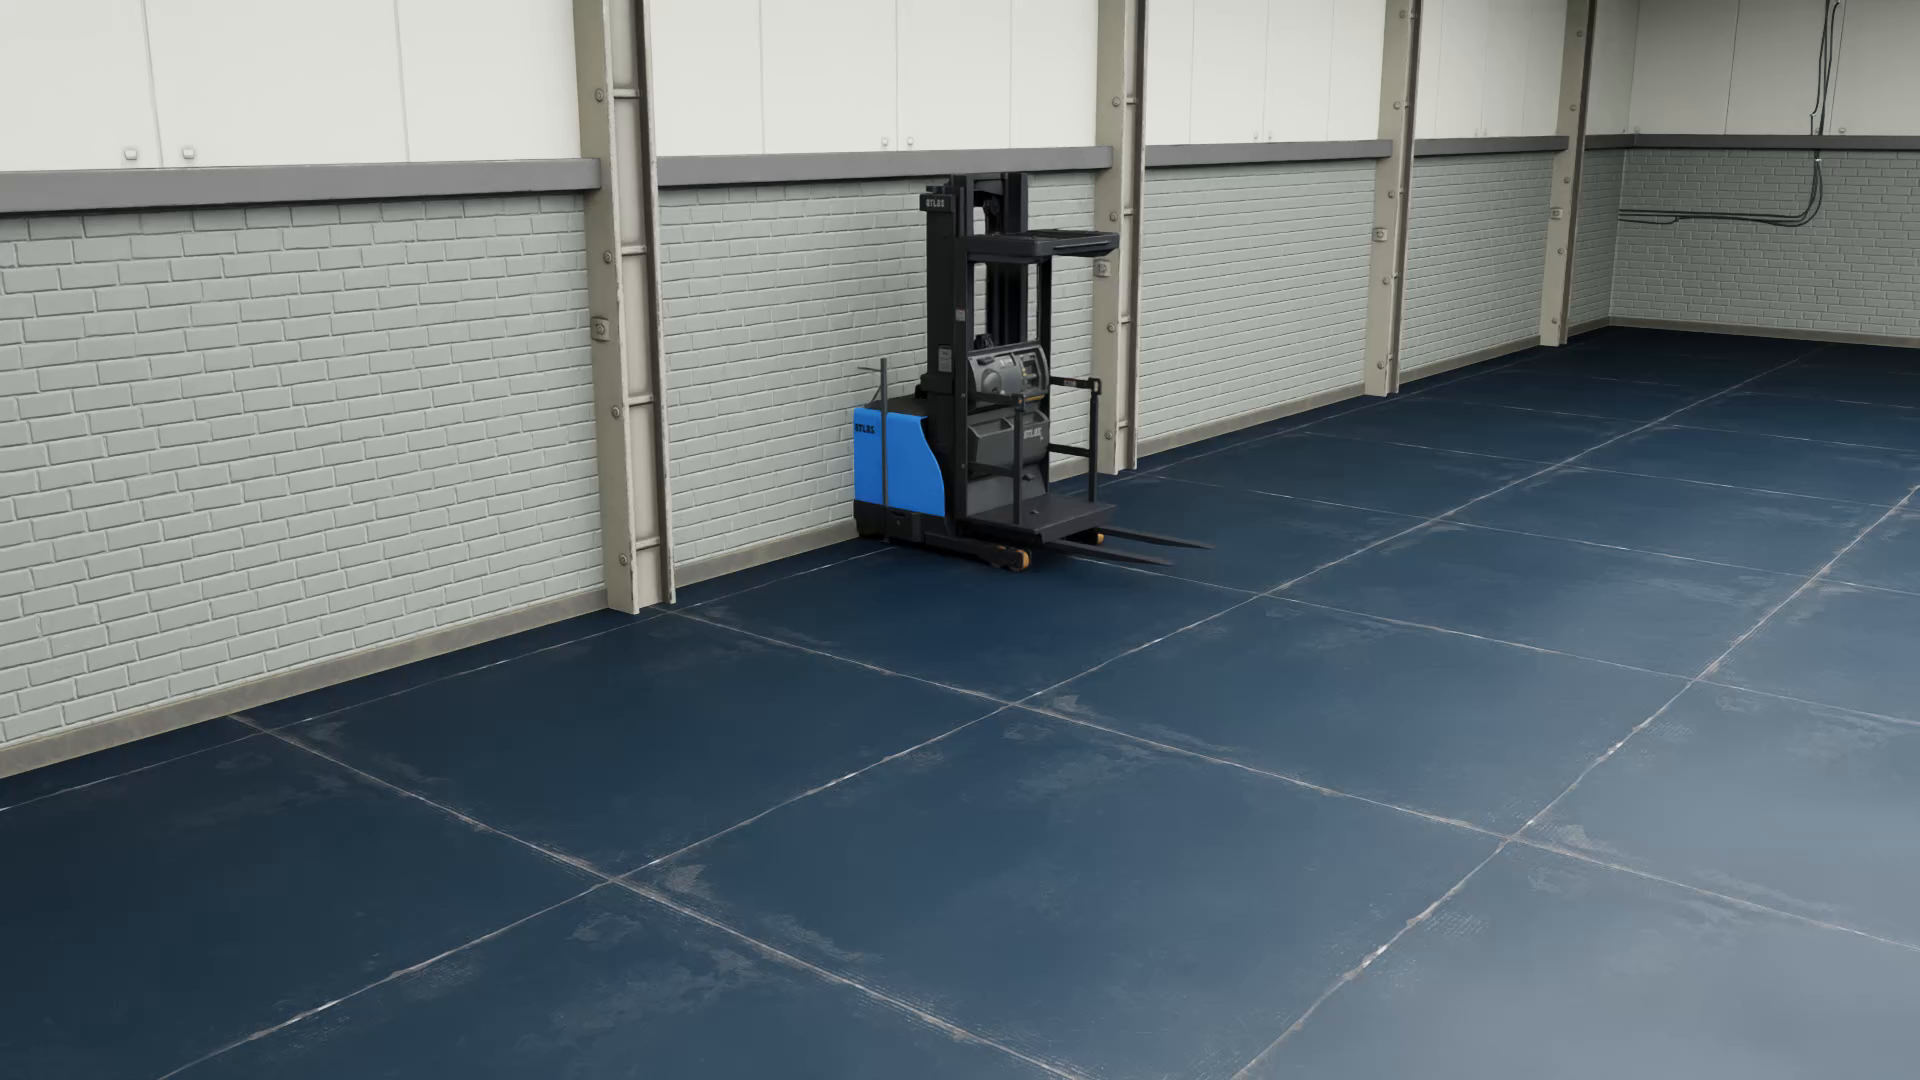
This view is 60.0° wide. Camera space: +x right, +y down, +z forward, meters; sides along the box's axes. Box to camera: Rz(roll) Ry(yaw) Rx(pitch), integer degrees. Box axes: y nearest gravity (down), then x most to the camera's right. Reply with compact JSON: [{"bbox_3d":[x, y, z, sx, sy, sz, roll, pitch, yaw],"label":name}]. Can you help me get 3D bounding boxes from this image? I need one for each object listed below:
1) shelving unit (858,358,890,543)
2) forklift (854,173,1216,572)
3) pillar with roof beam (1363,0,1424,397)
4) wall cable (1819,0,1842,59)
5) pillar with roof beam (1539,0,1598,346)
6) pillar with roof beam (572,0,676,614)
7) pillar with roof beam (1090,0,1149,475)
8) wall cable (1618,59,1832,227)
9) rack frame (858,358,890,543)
[{"bbox_3d":[-0.370,-0.820,13.831,1.048,1.500,0.538,-11,16,-40],"label":"shelving unit"},{"bbox_3d":[0.546,-1.326,12.892,3.031,2.935,1.130,11,18,38],"label":"forklift"},{"bbox_3d":[8.622,-5.536,17.139,9.100,9.000,0.400,11,18,38],"label":"pillar with roof beam"},{"bbox_3d":[14.029,-8.235,23.813,3.097,2.526,0.112,11,18,38],"label":"wall cable"},{"bbox_3d":[12.393,-6.685,21.662,9.100,9.000,0.400,11,18,38],"label":"pillar with roof beam"},{"bbox_3d":[1.080,-3.238,8.093,9.100,9.000,0.400,11,18,38],"label":"pillar with roof beam"},{"bbox_3d":[4.851,-4.387,12.616,9.100,9.000,0.400,11,18,38],"label":"pillar with roof beam"},{"bbox_3d":[11.924,-6.206,26.083,3.097,2.526,0.112,11,18,38],"label":"wall cable"},{"bbox_3d":[-0.751,-0.746,13.503,0.032,1.500,0.500,-11,16,-40],"label":"rack frame"}]
